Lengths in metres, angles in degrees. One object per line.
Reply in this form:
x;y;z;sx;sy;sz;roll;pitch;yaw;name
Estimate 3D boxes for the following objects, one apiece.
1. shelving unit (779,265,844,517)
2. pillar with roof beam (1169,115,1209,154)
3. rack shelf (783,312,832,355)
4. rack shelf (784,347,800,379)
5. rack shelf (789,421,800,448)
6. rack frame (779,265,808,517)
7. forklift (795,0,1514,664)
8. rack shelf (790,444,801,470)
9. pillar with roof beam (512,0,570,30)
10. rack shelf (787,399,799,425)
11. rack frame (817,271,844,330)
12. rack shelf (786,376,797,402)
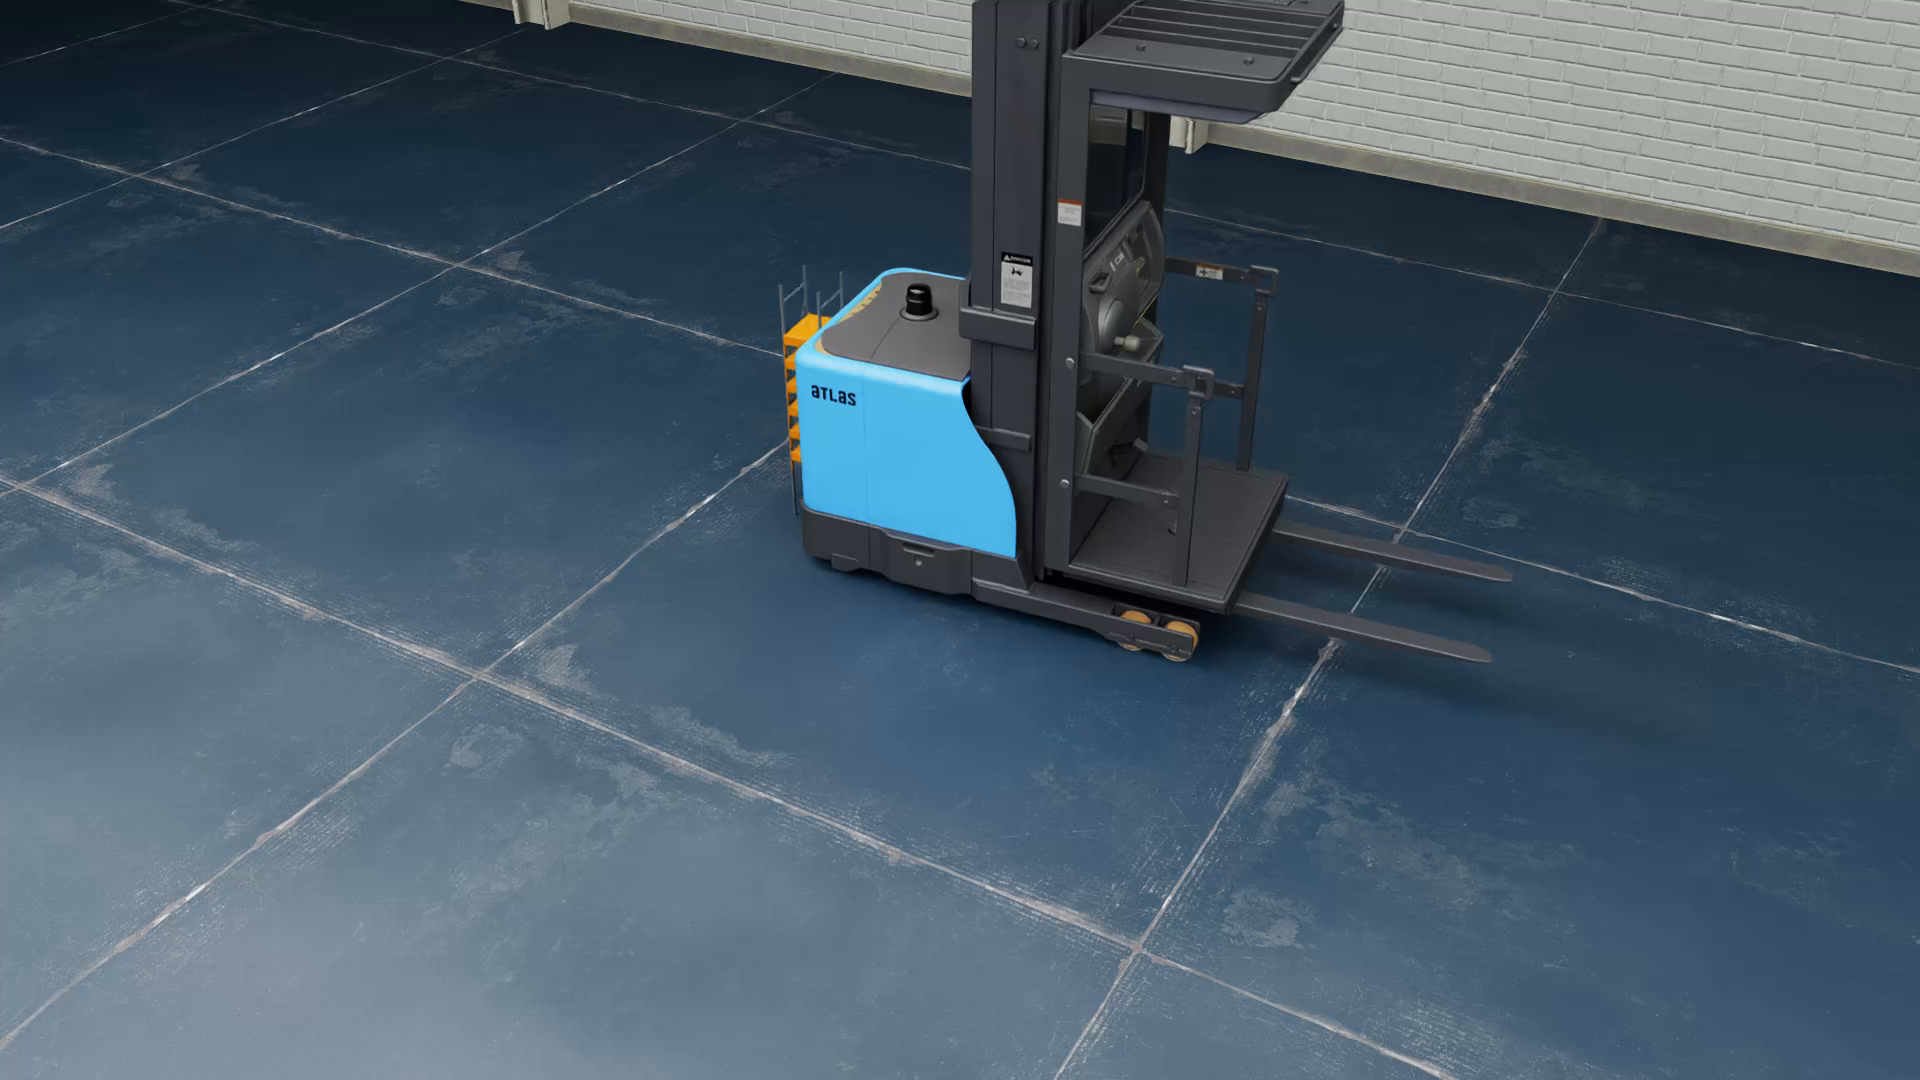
-0.655;-0.651;7.645;0.189;1.200;0.258;13;36;19;shelving unit
-0.572;-4.564;6.485;0.400;9.000;9.100;18;37;24;pillar with roof beam
-0.655;-0.914;7.470;0.180;0.103;0.258;13;36;19;rack shelf
-0.655;-0.814;7.537;0.180;0.103;0.258;13;36;19;rack shelf
-0.655;-0.514;7.736;0.180;0.103;0.258;13;36;19;rack shelf
-0.739;-0.671;7.675;0.006;1.200;0.240;13;36;19;rack frame
0.850;-1.046;6.676;3.031;2.935;1.130;13;36;19;forklift
-0.655;-0.414;7.803;0.180;0.103;0.258;13;36;19;rack shelf
-5.782;-6.214;8.963;0.400;9.000;9.100;18;37;24;pillar with roof beam
-0.655;-0.614;7.670;0.180;0.103;0.258;13;36;19;rack shelf
-0.571;-0.631;7.615;0.006;1.200;0.240;13;36;19;rack frame
-0.655;-0.714;7.603;0.180;0.103;0.258;13;36;19;rack shelf
